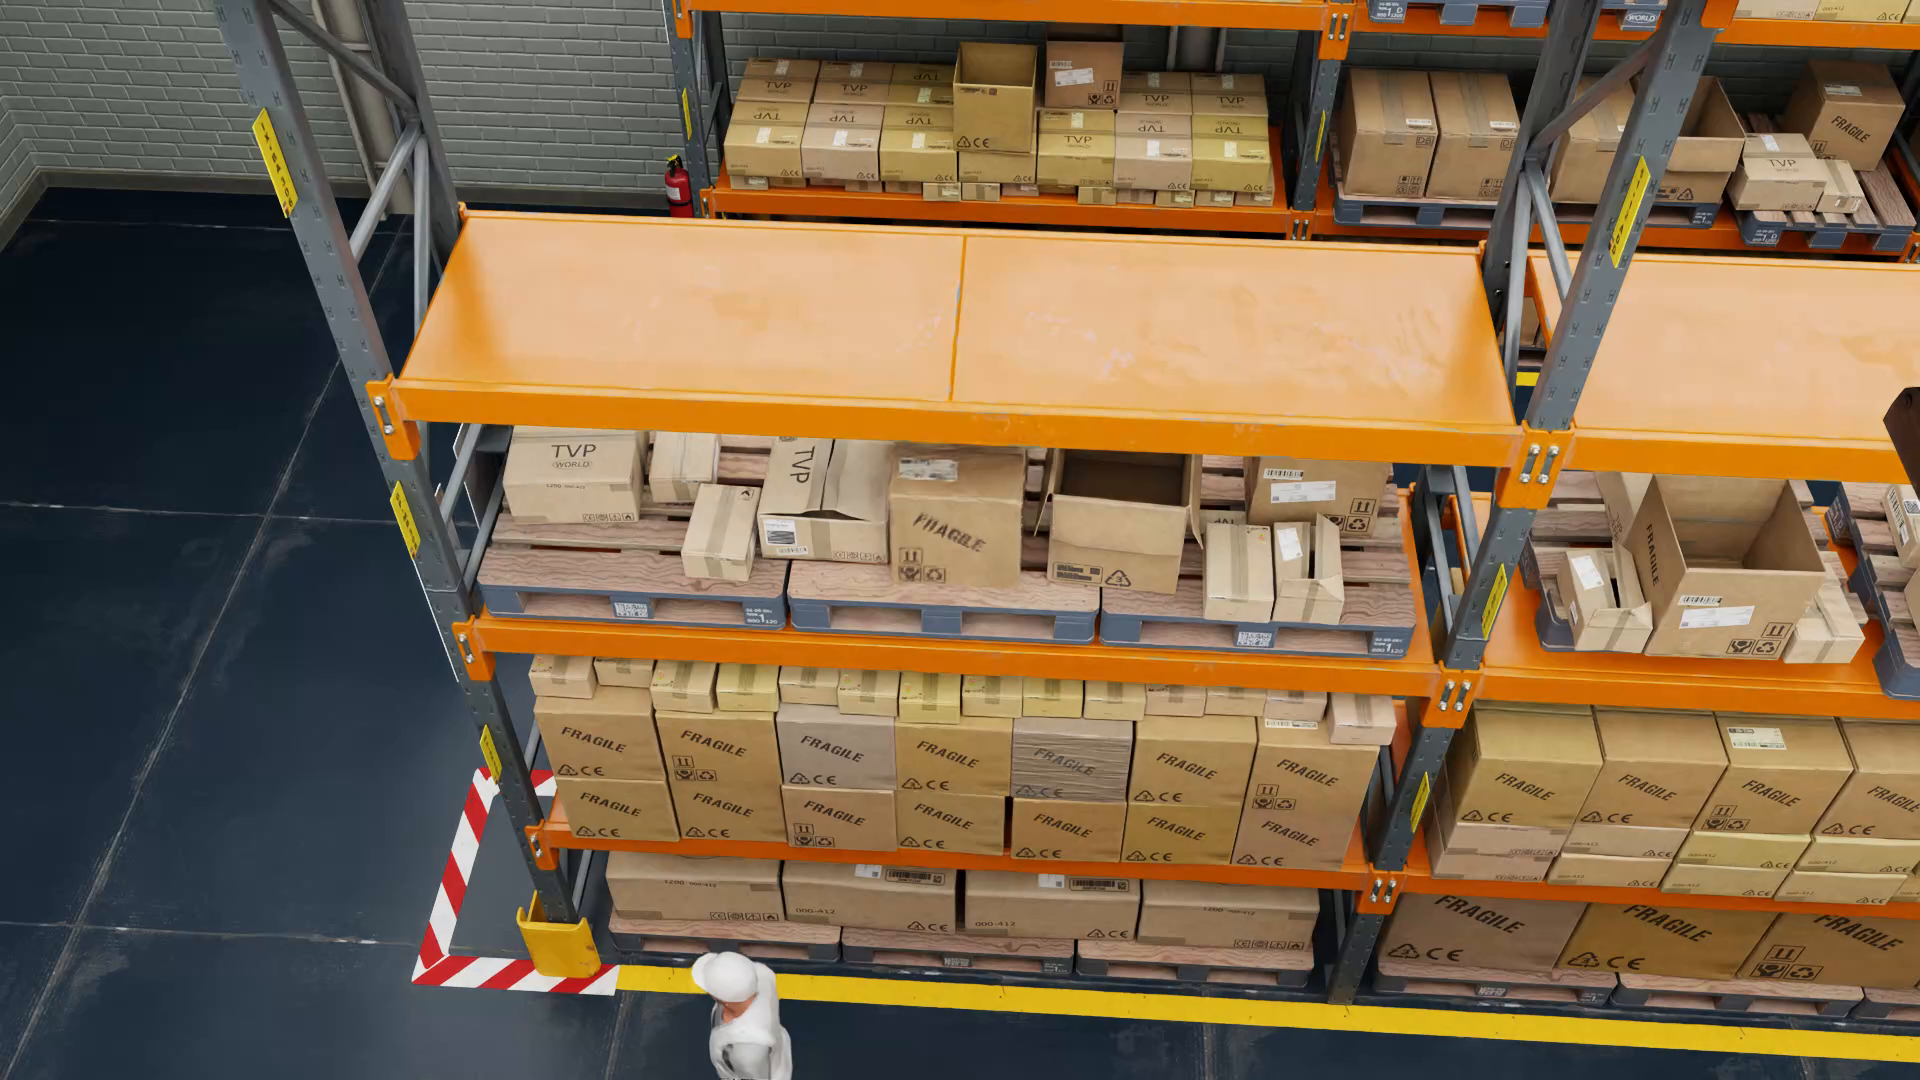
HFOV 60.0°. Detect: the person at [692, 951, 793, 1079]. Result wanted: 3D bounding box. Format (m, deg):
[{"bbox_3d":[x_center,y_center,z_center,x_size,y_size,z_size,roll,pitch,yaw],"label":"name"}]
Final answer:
[{"bbox_3d":[-0.889,2.368,7.383,0.461,1.785,0.593,1,48,0],"label":"person"}]
